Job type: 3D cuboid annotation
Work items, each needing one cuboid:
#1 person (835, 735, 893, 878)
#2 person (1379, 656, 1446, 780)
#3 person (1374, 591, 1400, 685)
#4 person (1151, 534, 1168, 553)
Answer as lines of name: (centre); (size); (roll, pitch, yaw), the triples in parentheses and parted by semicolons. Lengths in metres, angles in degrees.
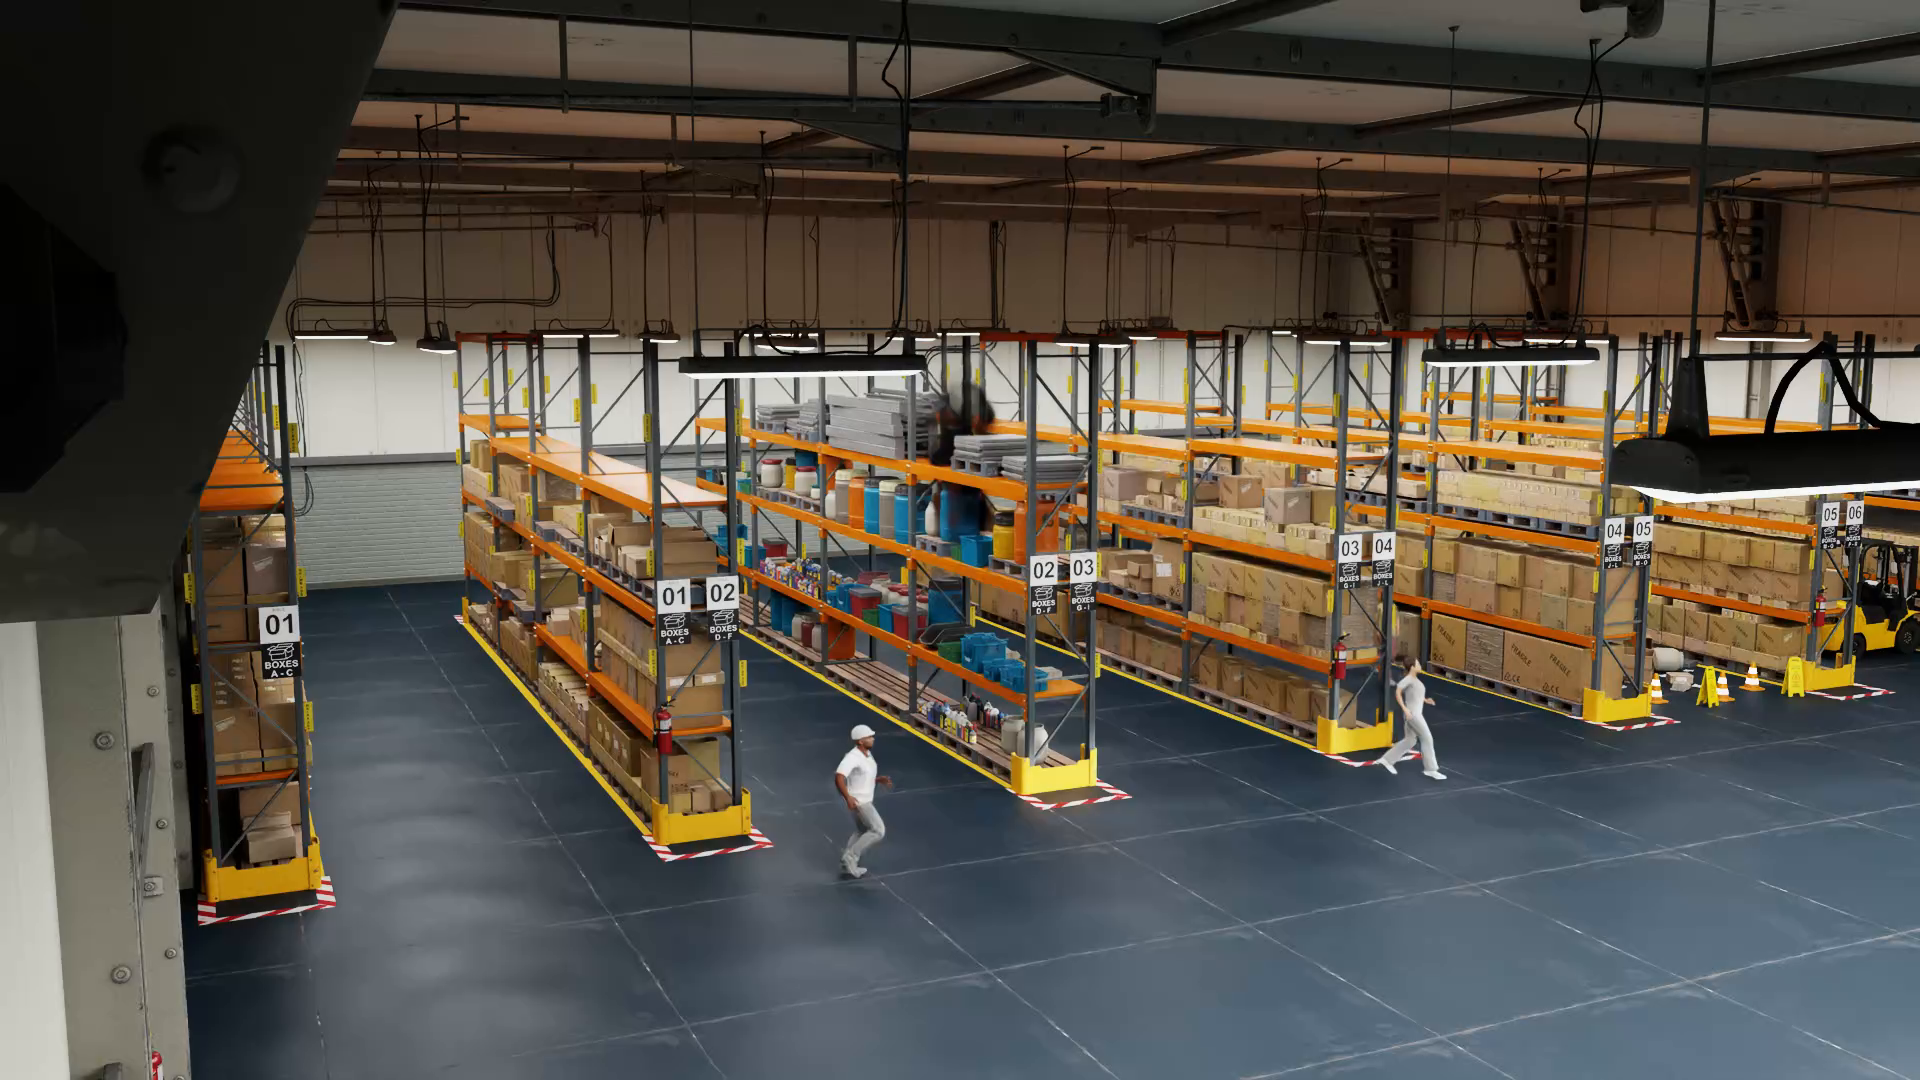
person: (-1.072, 2.959, 18.816); (0.606, 1.694, 0.704); (1, 8, 4)
person: (6.258, 2.423, 22.899); (0.907, 1.656, 0.564); (2, 8, 16)
person: (7.360, 1.646, 28.848); (0.598, 1.640, 0.702); (-3, 8, -21)
person: (4.395, 0.661, 35.714); (0.669, 1.748, 0.848); (-4, 9, -28)
